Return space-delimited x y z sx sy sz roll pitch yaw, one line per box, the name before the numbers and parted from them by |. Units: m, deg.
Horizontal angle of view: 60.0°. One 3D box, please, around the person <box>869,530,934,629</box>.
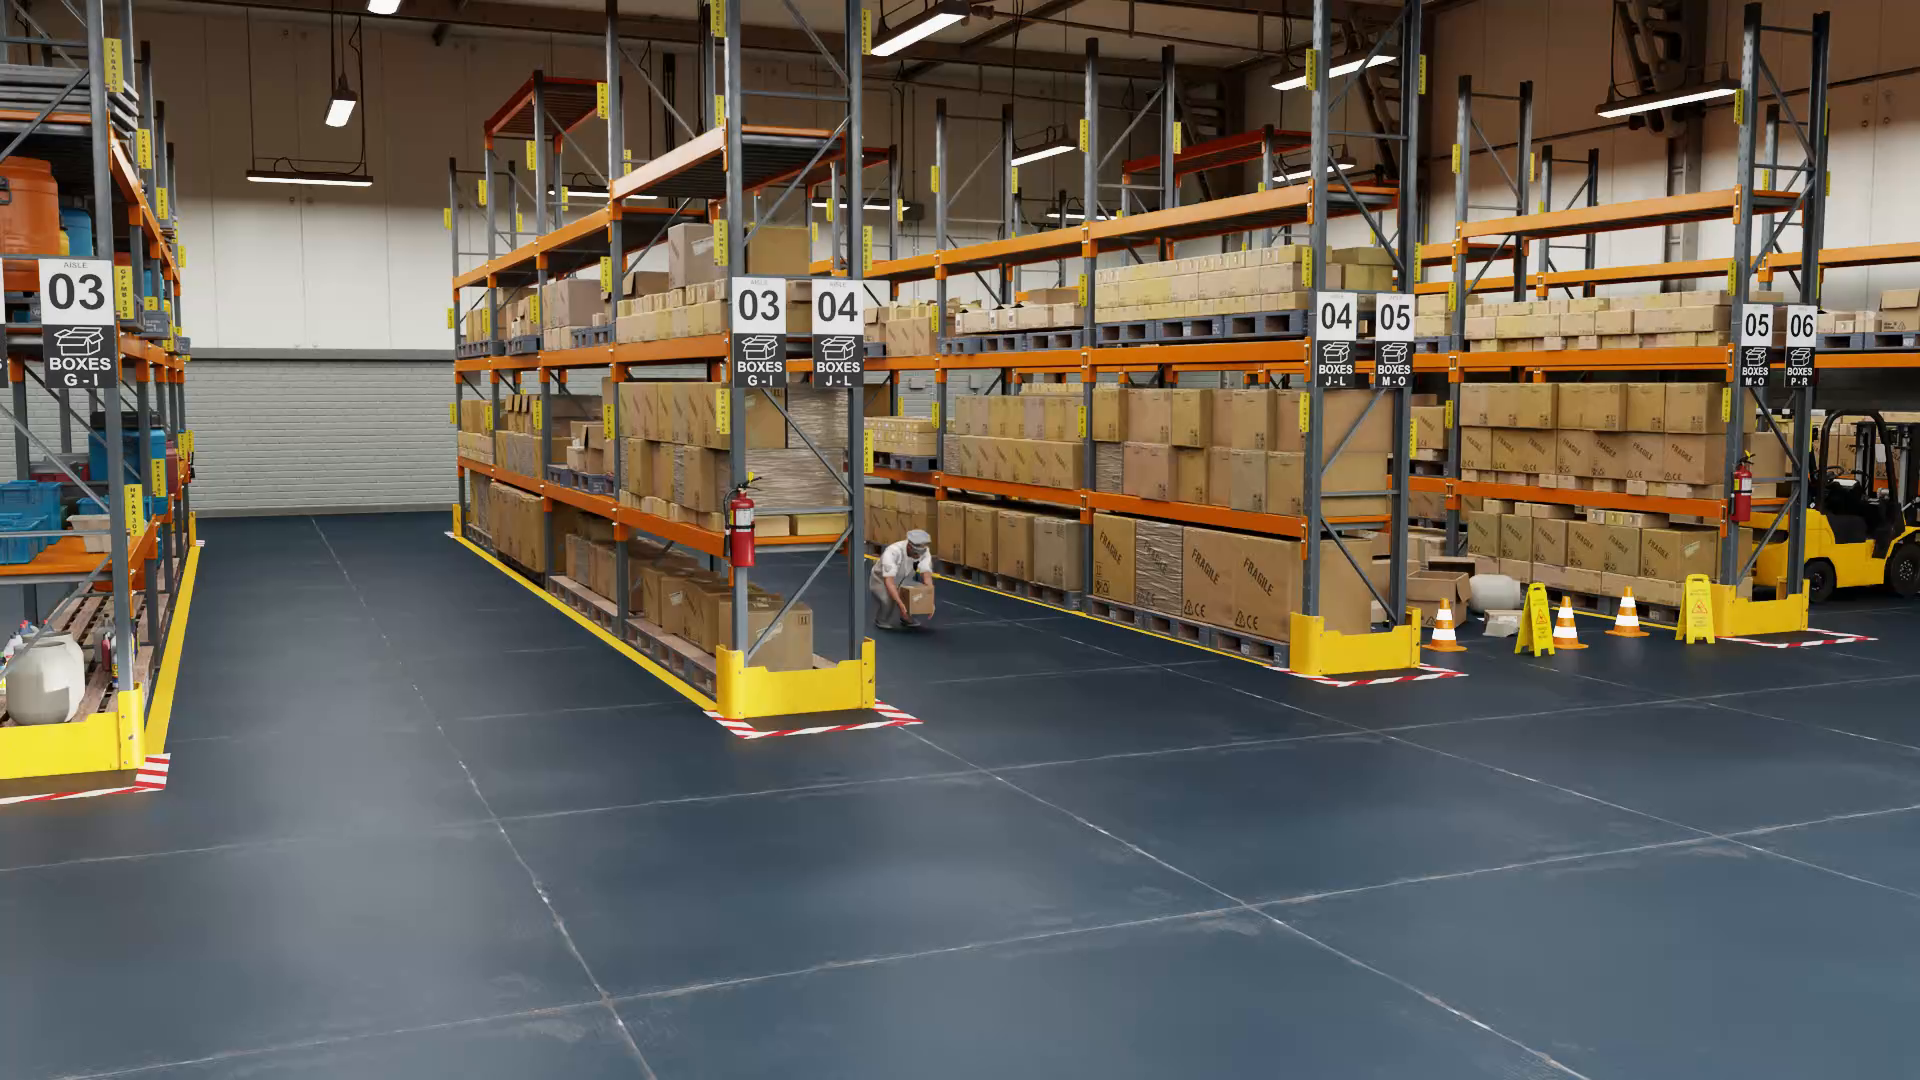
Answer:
person | -0.577 0.387 16.648 0.548 1.011 0.898 -2 6 -24
